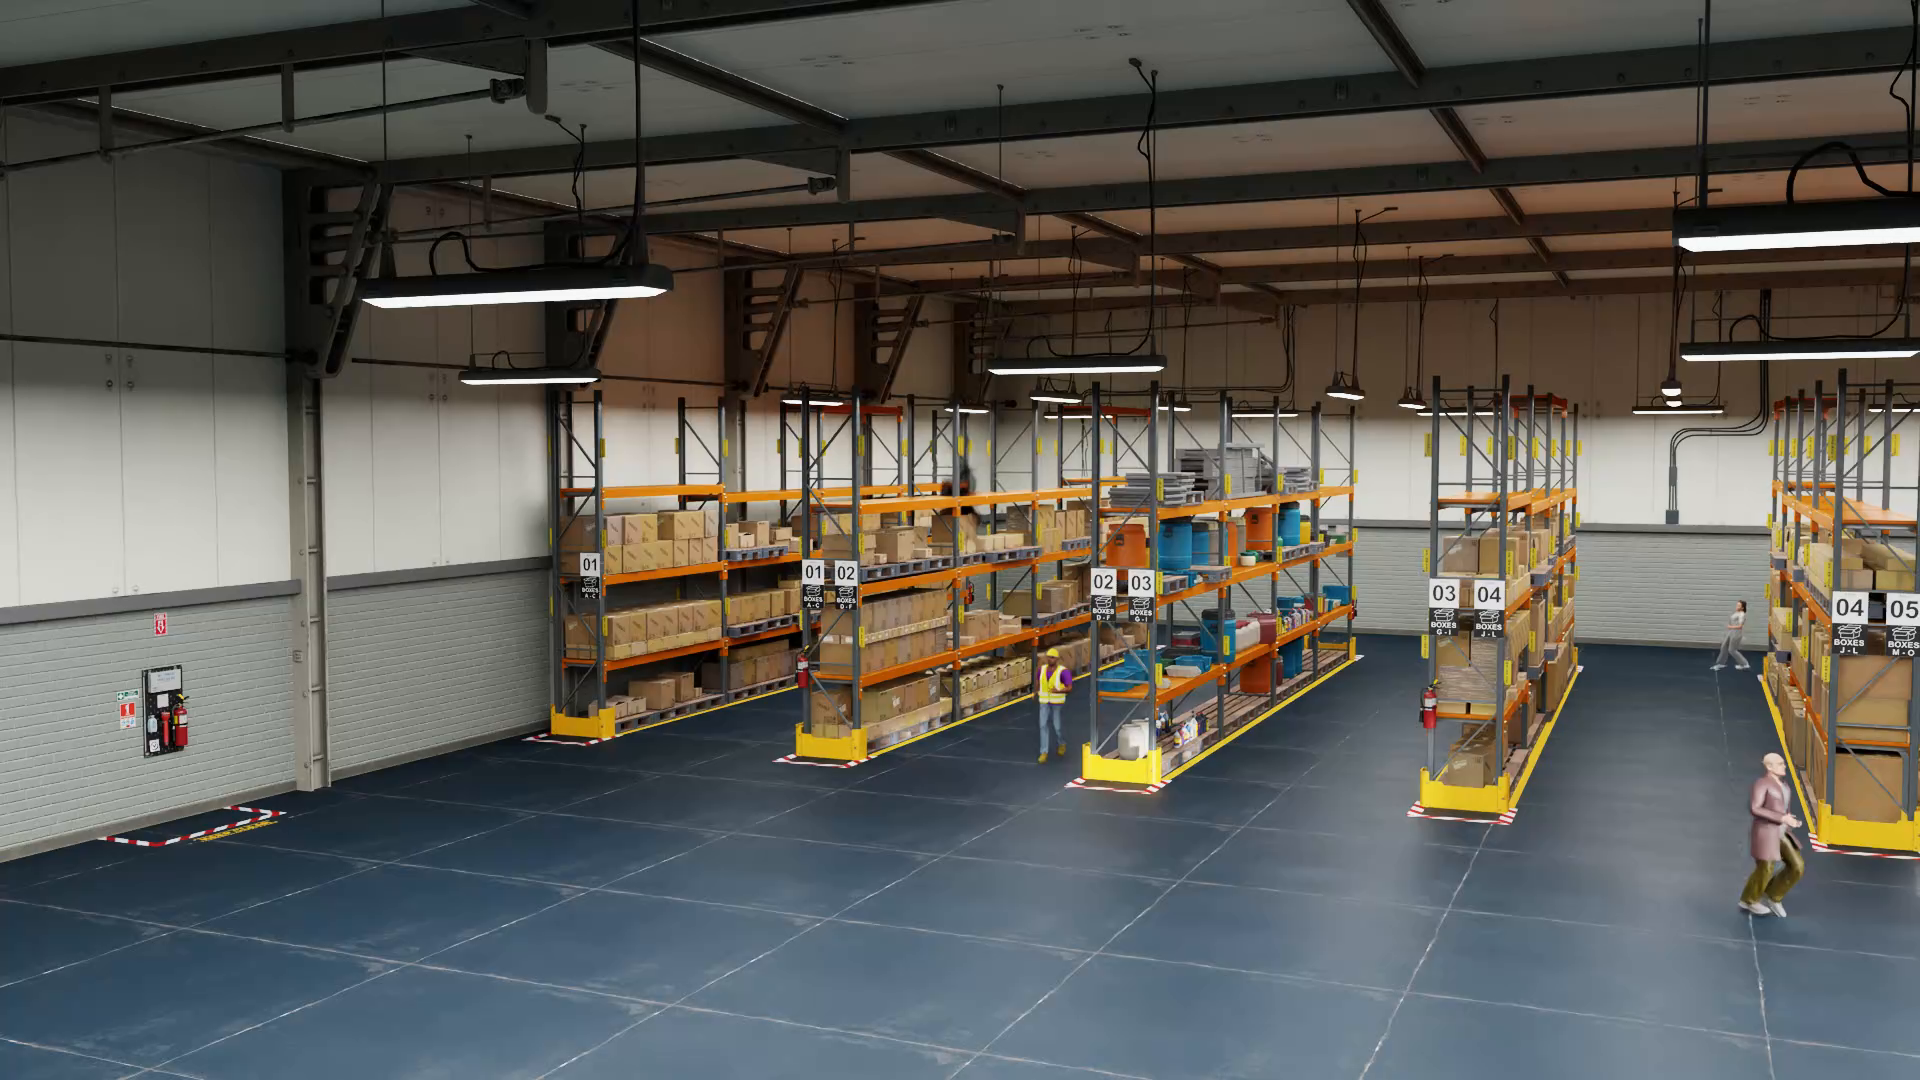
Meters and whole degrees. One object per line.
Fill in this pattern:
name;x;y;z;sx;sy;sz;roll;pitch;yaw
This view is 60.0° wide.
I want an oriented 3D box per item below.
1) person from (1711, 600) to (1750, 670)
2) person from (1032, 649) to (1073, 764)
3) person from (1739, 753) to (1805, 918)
person;17.252;2.137;37.160;0.777;1.637;0.688;1;3;19
person;1.485;2.634;26.688;0.698;1.794;0.863;1;3;21
person;8.638;3.152;17.657;0.701;1.786;0.750;-2;4;-30
